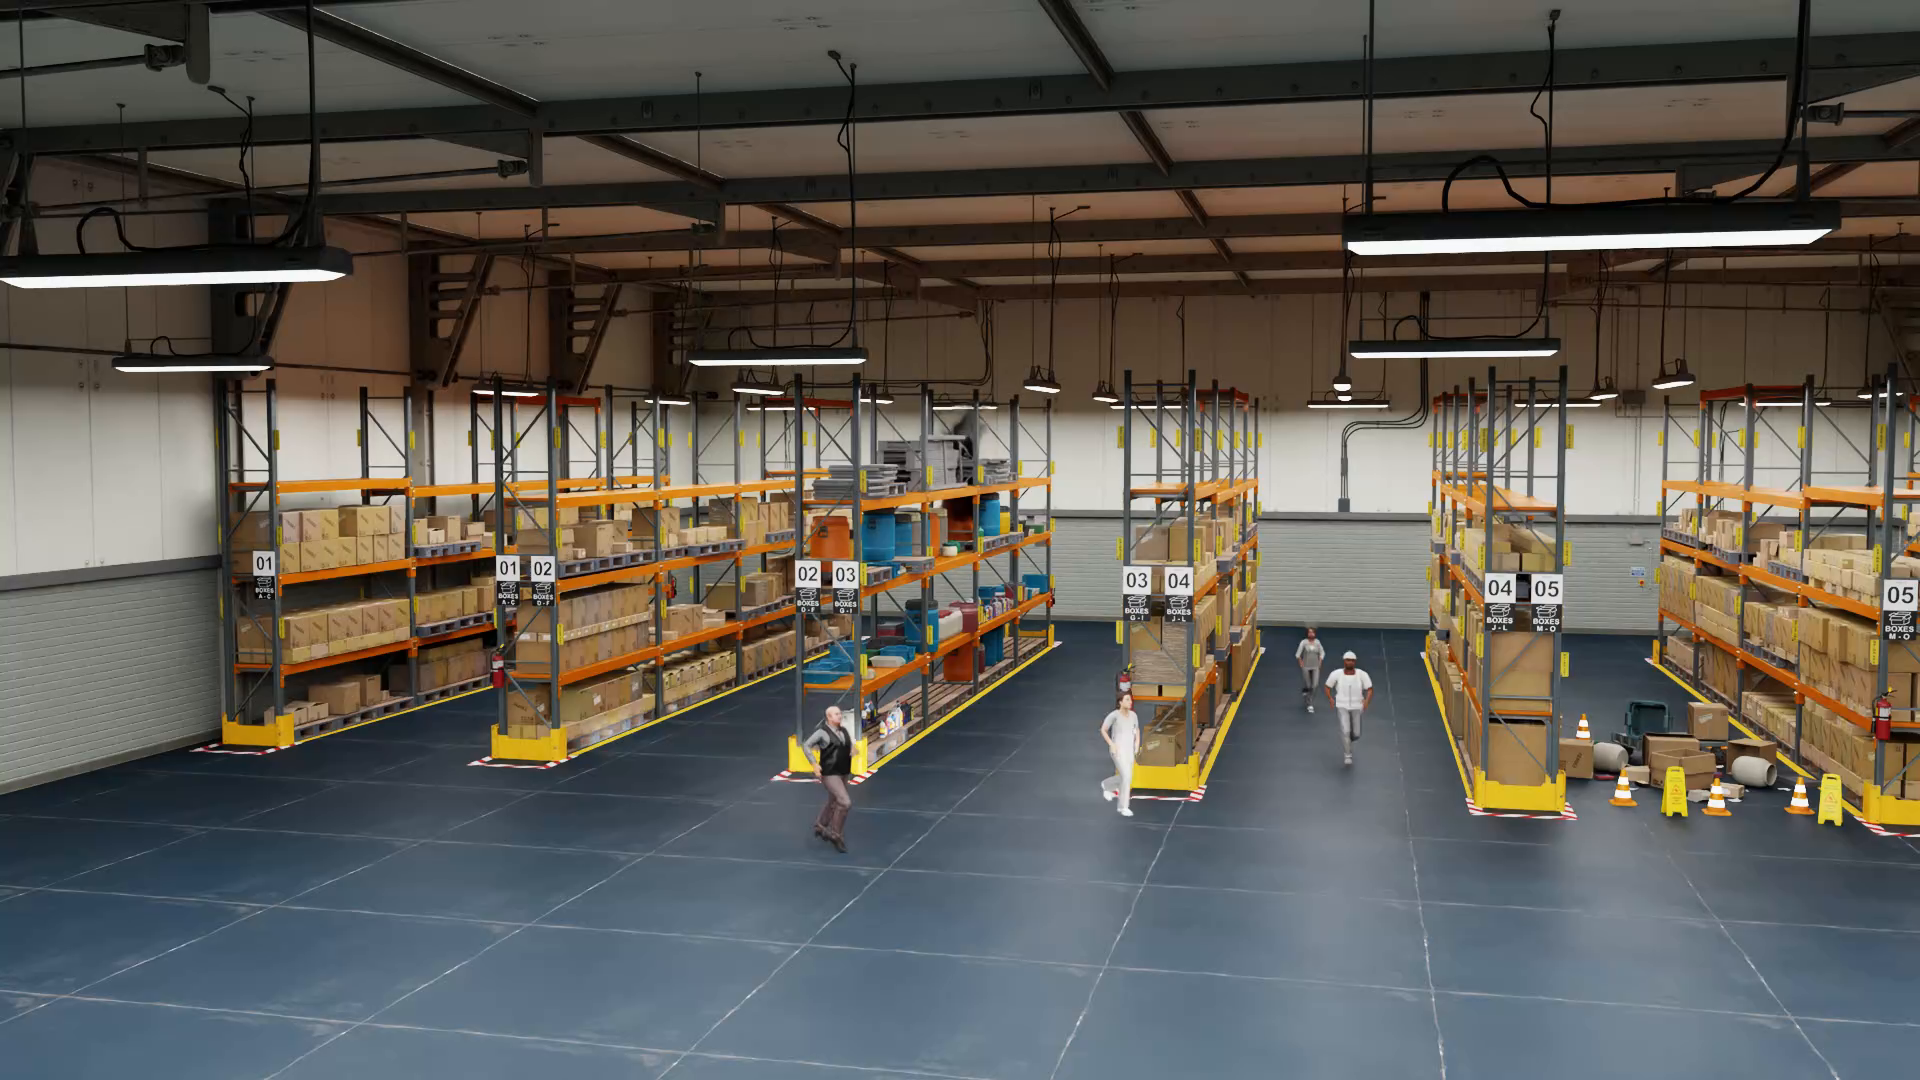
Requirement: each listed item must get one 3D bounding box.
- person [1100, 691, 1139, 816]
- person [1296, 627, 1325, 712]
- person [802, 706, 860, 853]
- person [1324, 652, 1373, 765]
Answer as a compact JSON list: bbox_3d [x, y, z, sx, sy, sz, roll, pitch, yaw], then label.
[{"bbox_3d":[2.159,2.848,22.485,0.594,1.635,0.747,-2,4,-32],"label":"person"},{"bbox_3d":[6.492,2.384,30.808,0.537,1.561,0.589,0,3,2],"label":"person"},{"bbox_3d":[-1.537,2.924,20.380,0.752,1.780,0.624,2,4,33],"label":"person"},{"bbox_3d":[6.025,2.587,25.785,0.739,1.734,0.795,0,3,7],"label":"person"}]
